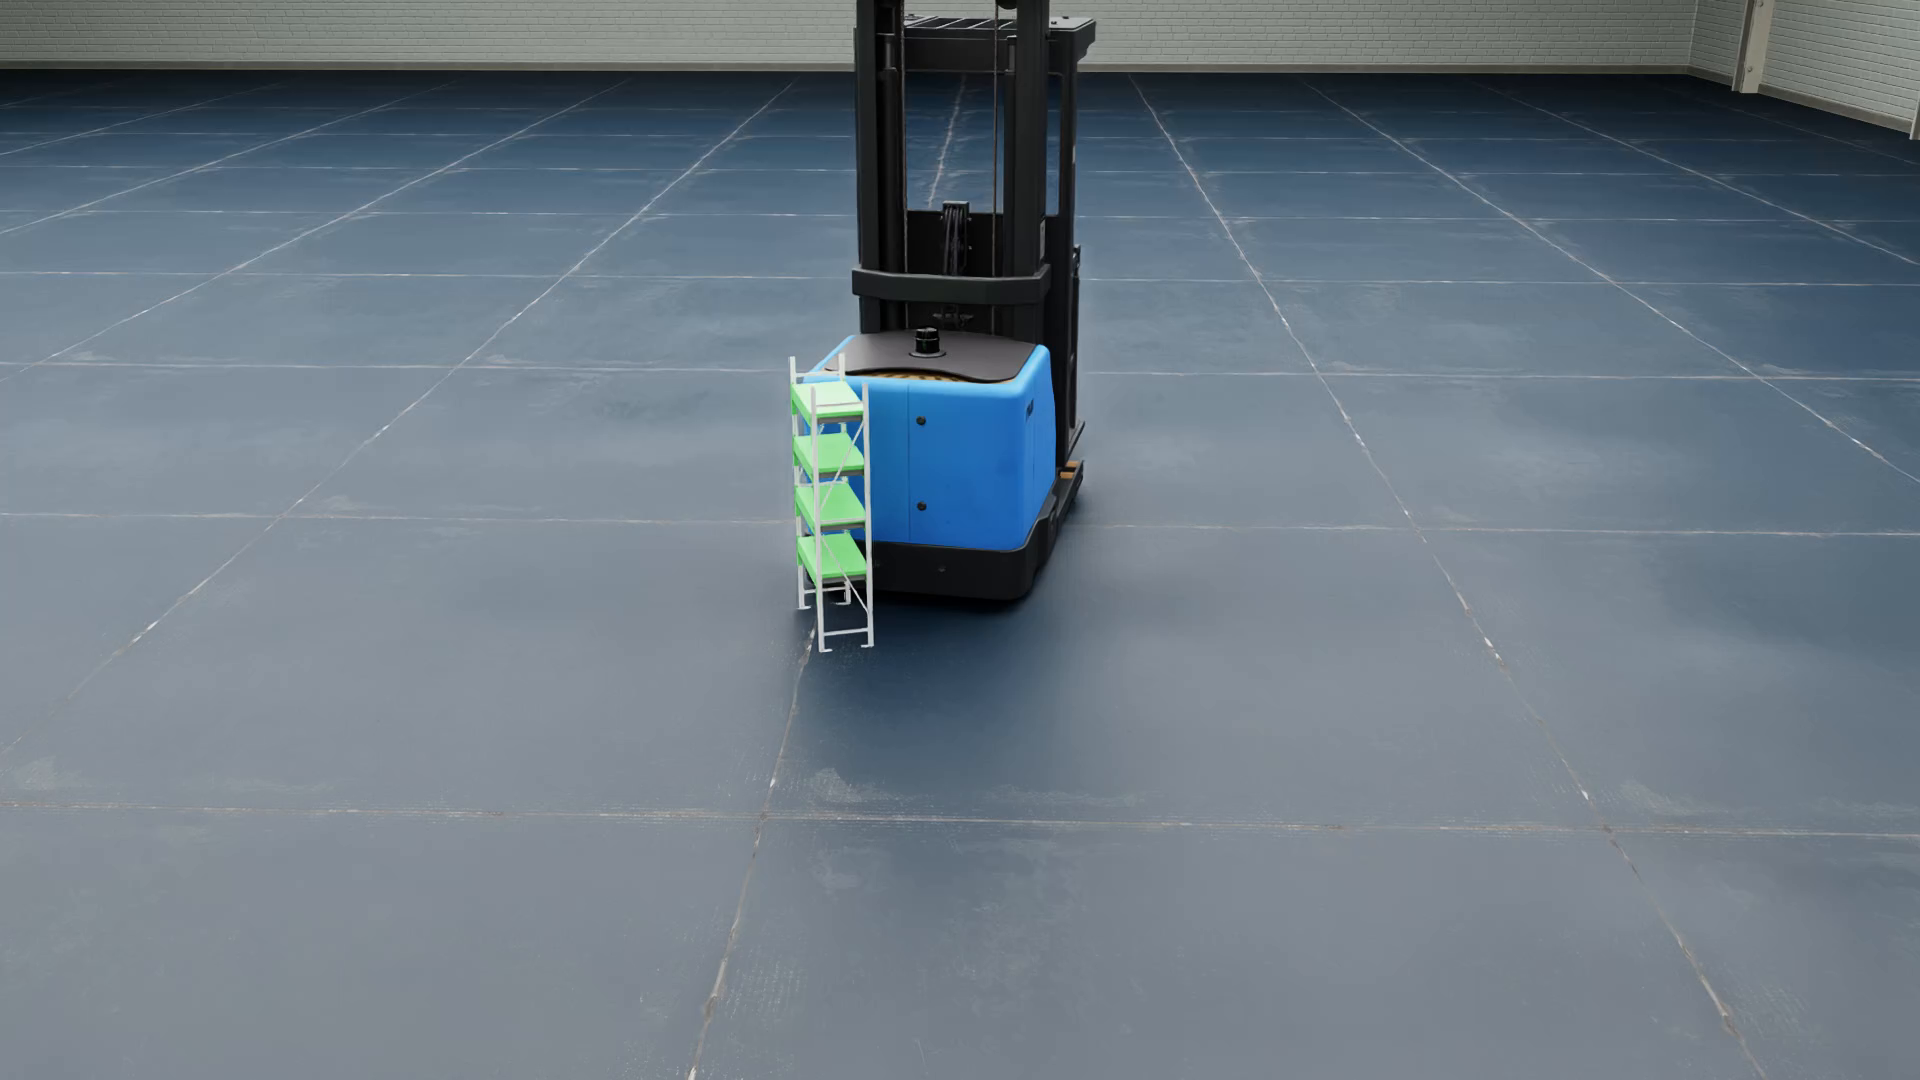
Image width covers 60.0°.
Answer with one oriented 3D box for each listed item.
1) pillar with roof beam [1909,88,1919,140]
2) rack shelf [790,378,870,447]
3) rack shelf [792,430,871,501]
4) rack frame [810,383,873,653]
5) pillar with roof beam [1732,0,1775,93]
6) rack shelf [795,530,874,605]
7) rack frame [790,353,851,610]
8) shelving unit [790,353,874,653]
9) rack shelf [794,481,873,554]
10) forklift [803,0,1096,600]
[{"bbox_3d":[8.717,-9.611,20.859,9.100,9.000,0.400,1,21,2],"label":"pillar with roof beam"},{"bbox_3d":[-0.563,-0.553,7.145,0.258,0.148,0.480,-6,22,-14],"label":"rack shelf"},{"bbox_3d":[-0.563,-0.329,7.232,0.258,0.148,0.480,-6,22,-14],"label":"rack shelf"},{"bbox_3d":[-0.499,-0.080,7.076,0.240,1.200,0.015,-6,22,-14],"label":"rack frame"},{"bbox_3d":[8.900,-11.780,26.450,9.100,9.000,0.400,1,21,2],"label":"pillar with roof beam"},{"bbox_3d":[-0.563,0.118,7.406,0.258,0.148,0.480,-6,22,-14],"label":"rack shelf"},{"bbox_3d":[-0.627,-0.250,7.515,0.240,1.200,0.015,-6,22,-14],"label":"rack frame"},{"bbox_3d":[-0.563,-0.165,7.296,0.258,1.200,0.503,-6,22,-14],"label":"shelving unit"},{"bbox_3d":[-0.563,-0.106,7.319,0.258,0.148,0.480,-6,22,-14],"label":"rack shelf"},{"bbox_3d":[0.076,-1.591,8.578,1.130,2.935,3.031,4,22,11],"label":"forklift"}]
